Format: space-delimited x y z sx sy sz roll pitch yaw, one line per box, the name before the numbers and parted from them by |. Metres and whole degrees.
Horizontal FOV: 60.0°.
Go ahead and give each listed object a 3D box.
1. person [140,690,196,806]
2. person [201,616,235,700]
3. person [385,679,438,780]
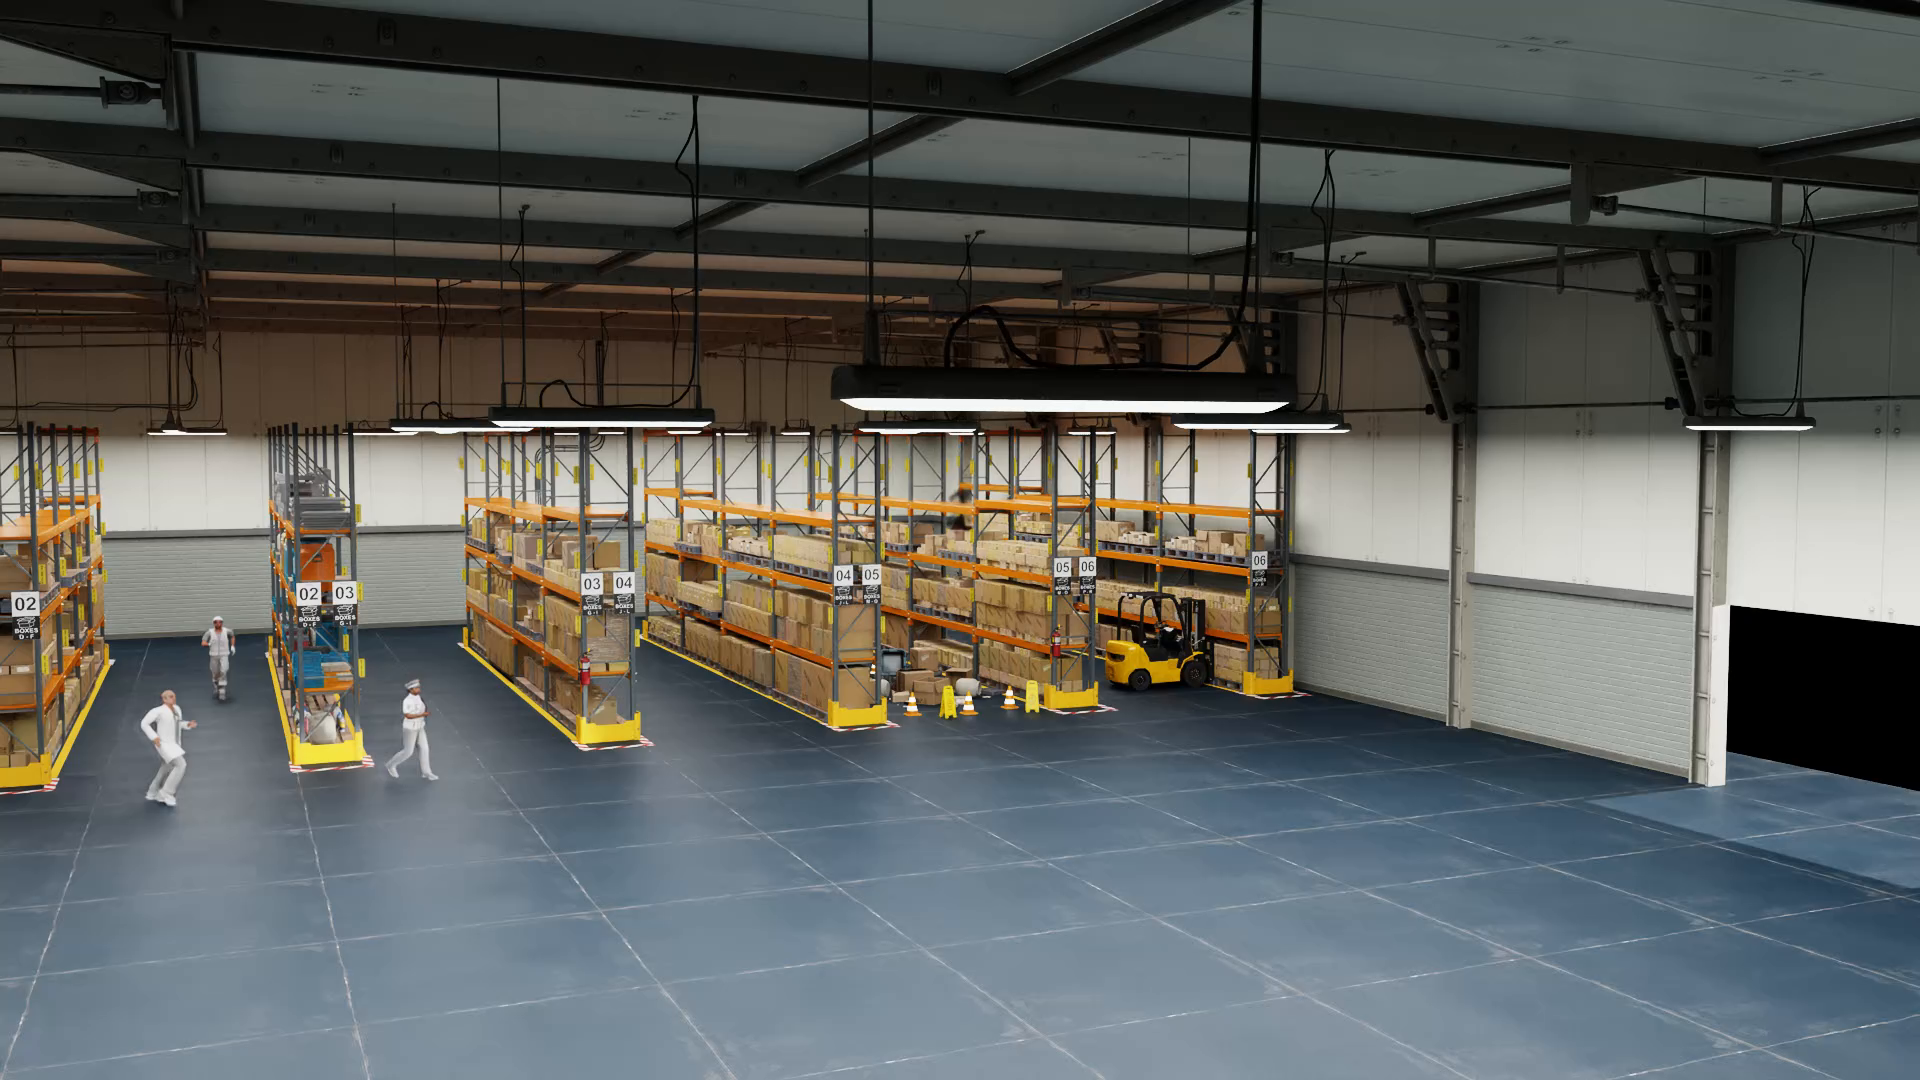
person | -12.379 3.261 26.071 0.794 1.825 0.669 0 3 3
person | -16.308 2.564 36.571 0.669 1.798 0.943 -1 4 -23
person | -9.162 3.157 27.785 0.898 1.689 0.596 1 4 10
